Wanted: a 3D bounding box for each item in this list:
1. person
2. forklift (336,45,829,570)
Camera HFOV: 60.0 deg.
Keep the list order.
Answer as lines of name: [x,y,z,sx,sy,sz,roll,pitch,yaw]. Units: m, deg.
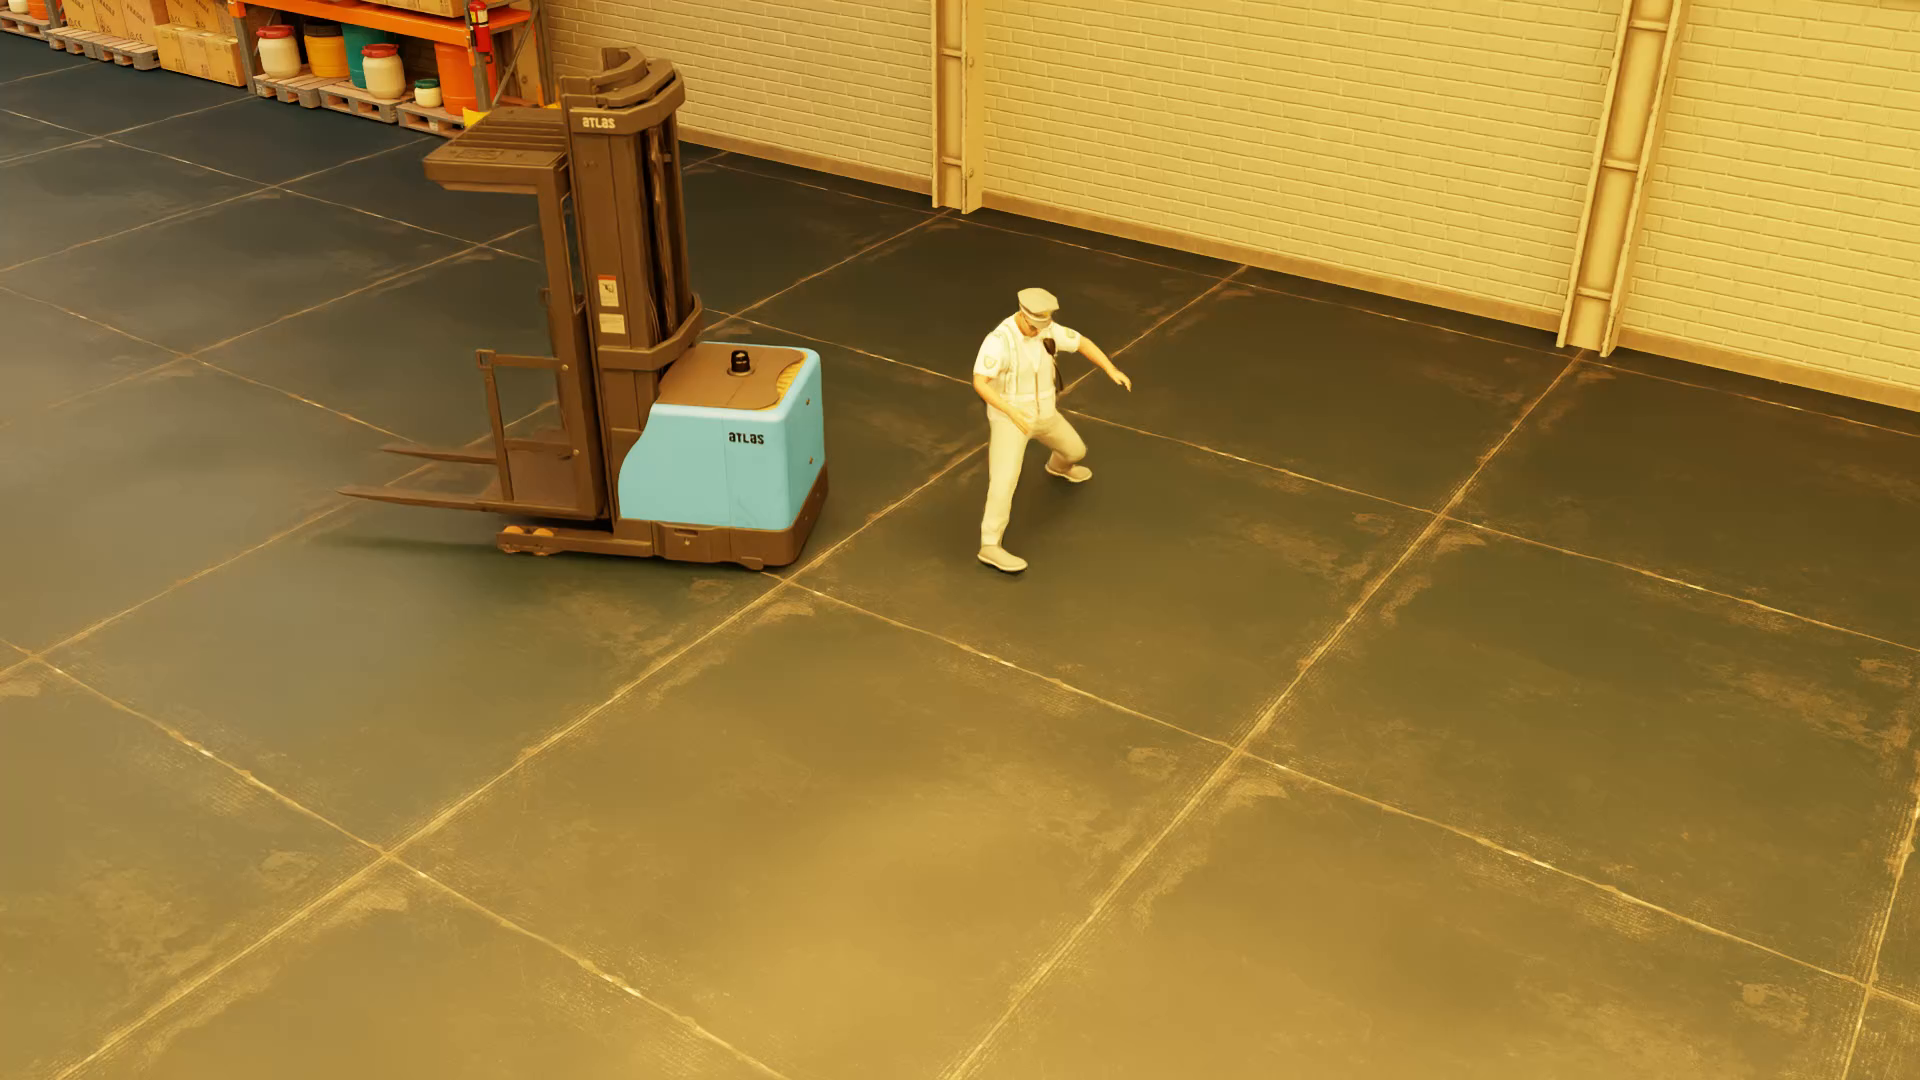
person: [0.529,-0.793,10.327,1.265,1.565,0.942,-19,35,-29]
forklift: [-2.426,-1.424,10.033,3.031,2.935,1.130,5,30,8]
